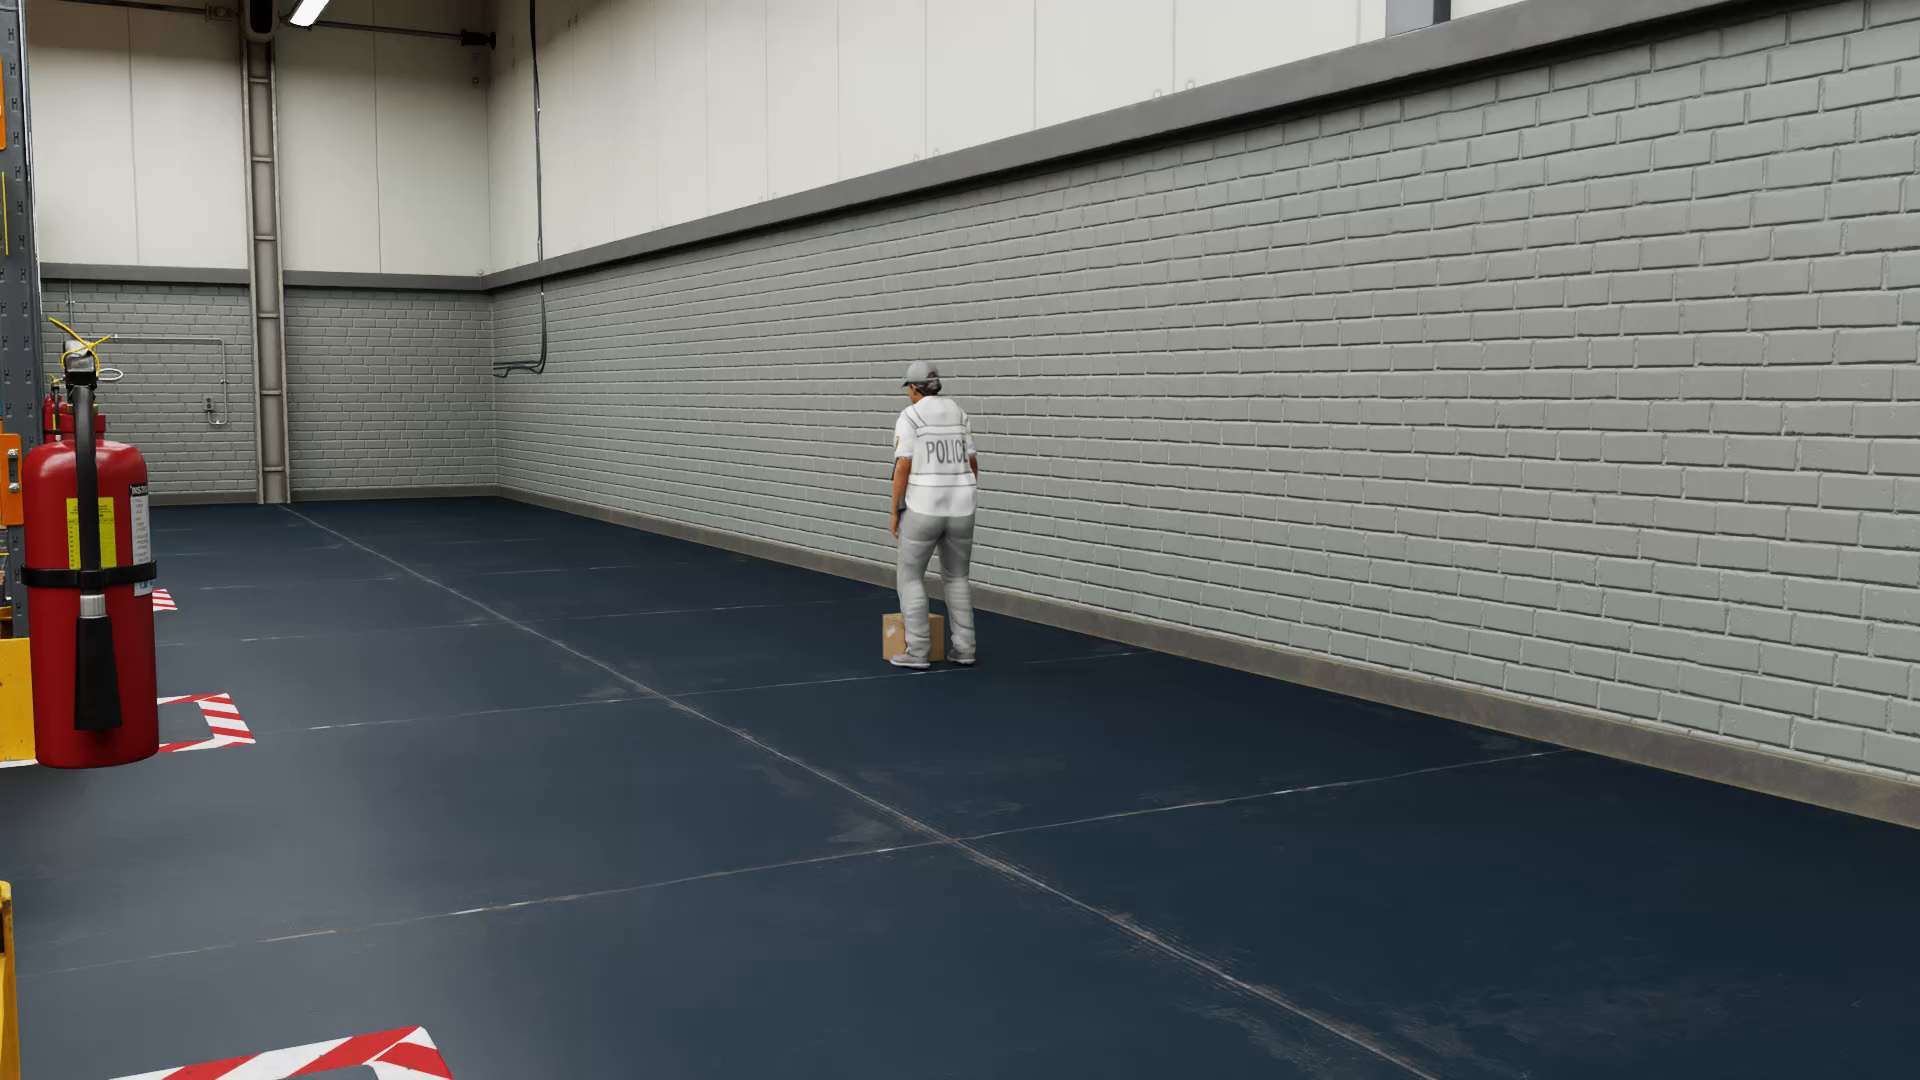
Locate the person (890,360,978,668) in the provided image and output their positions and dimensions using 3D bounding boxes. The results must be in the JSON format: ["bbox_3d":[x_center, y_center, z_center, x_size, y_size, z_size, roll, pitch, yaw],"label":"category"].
[{"bbox_3d":[-0.145,-0.142,9.050,0.543,1.665,0.467,-3,6,-31],"label":"person"}]
